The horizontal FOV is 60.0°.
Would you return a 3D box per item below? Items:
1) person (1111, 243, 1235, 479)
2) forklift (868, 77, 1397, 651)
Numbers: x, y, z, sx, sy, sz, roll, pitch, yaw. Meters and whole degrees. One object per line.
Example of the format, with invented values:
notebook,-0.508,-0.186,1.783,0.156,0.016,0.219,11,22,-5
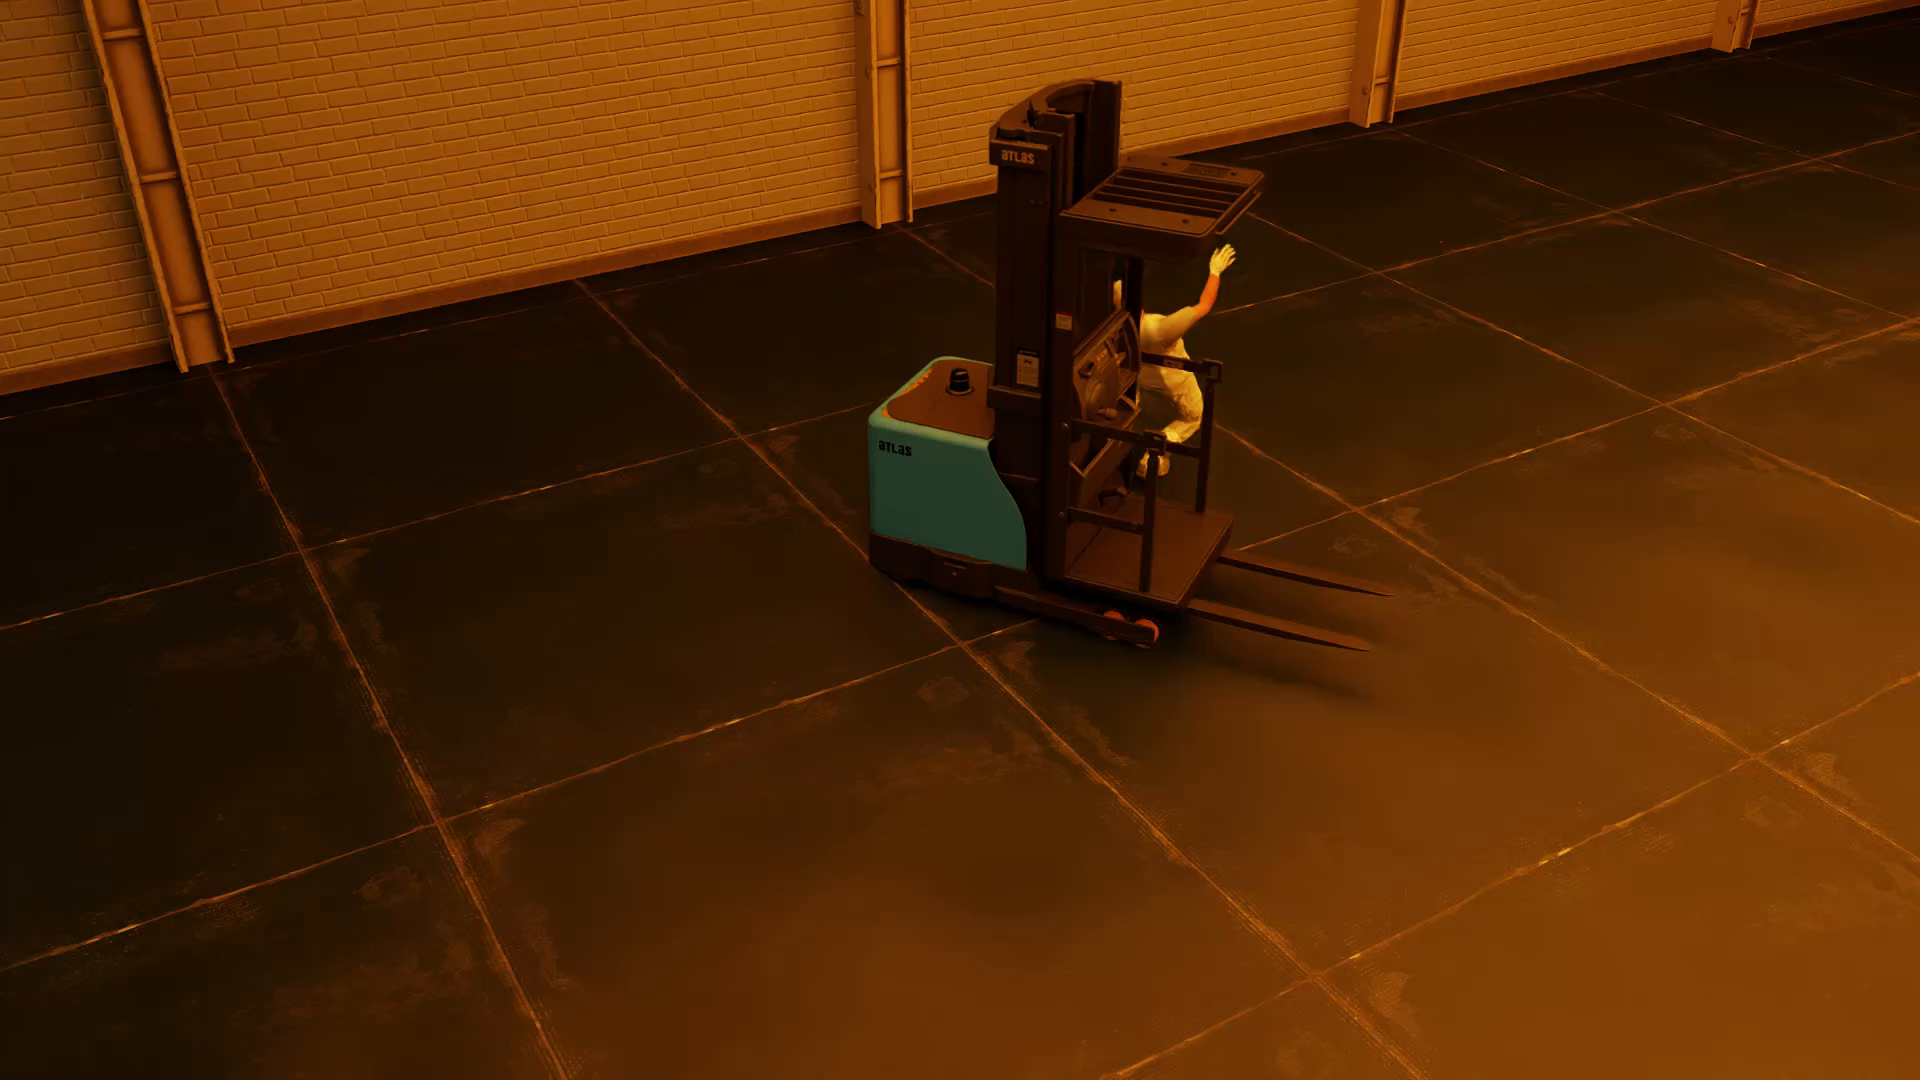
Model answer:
person,1.167,-1.178,10.872,0.987,1.640,0.772,20,36,29
forklift,1.006,-0.952,9.237,3.031,2.935,1.130,14,34,22
